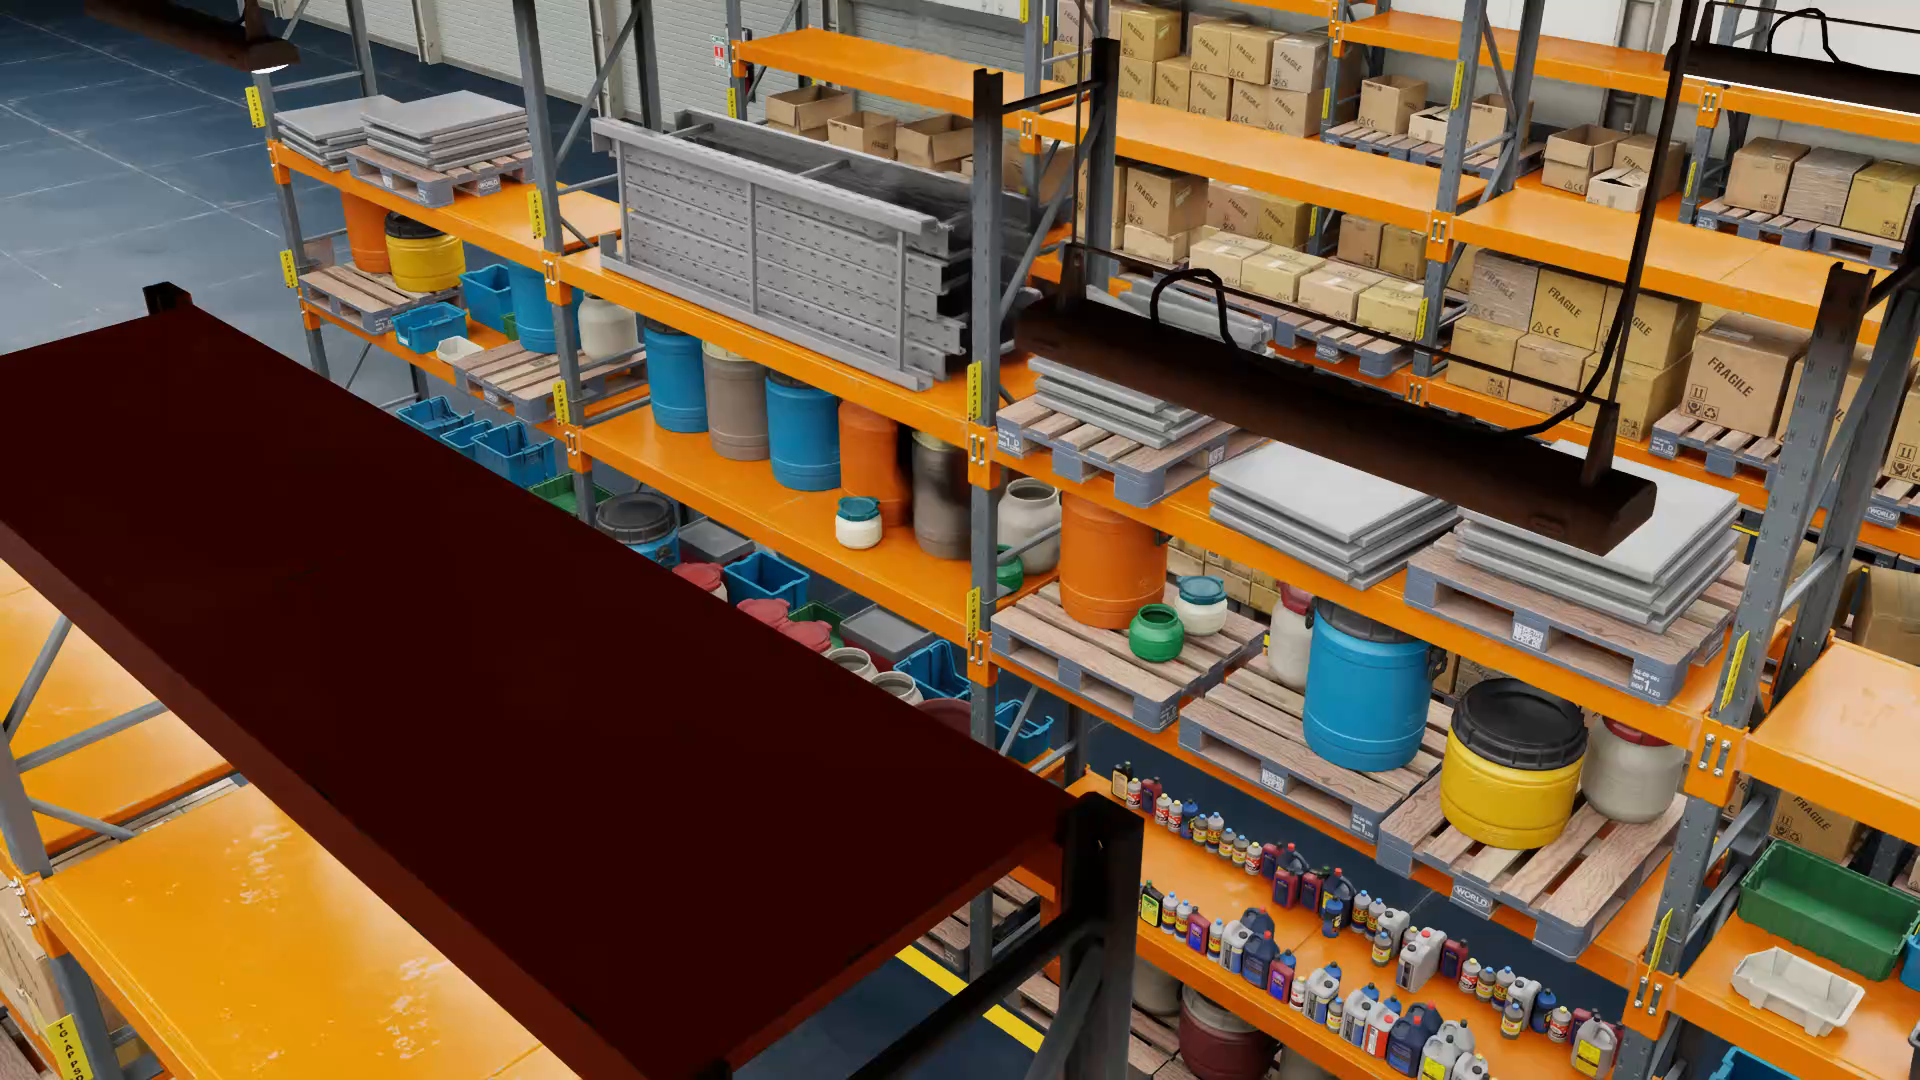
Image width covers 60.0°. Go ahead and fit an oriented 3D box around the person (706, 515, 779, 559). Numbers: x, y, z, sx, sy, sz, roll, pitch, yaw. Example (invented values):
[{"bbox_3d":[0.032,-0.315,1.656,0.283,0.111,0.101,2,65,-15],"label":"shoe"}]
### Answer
[{"bbox_3d":[-2.077,-0.358,15.147,0.924,1.692,0.549,14,32,24],"label":"person"}]
